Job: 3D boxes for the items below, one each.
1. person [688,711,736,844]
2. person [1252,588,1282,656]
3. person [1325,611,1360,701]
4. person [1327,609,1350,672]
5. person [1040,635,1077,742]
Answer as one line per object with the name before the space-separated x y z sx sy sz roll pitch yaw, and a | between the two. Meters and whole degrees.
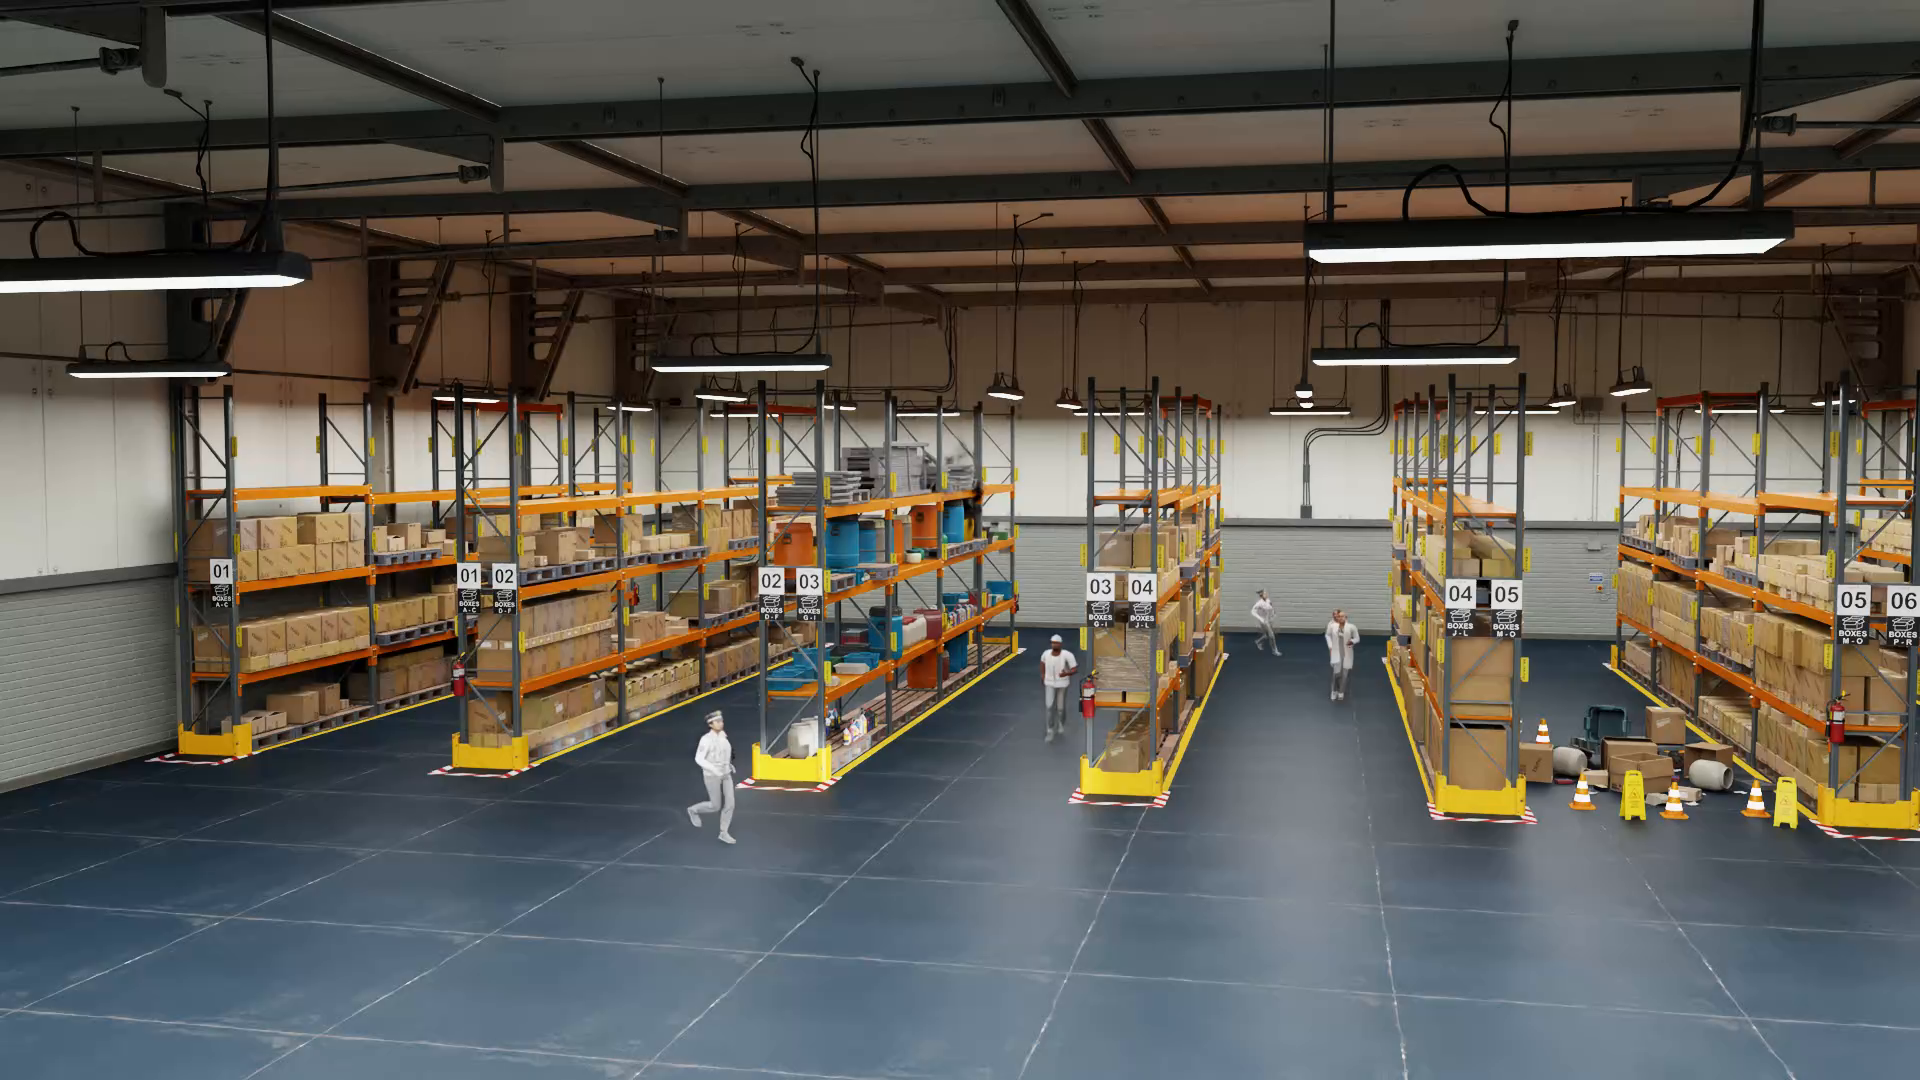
person | -3.125 2.996 21.177 0.747 1.682 0.617 2 4 35
person | 7.264 1.969 39.945 0.645 1.621 0.785 -3 4 -40
person | 7.534 2.295 32.759 0.647 1.784 0.739 1 3 14
person | 8.030 2.240 35.206 0.560 1.550 0.734 1 3 18
person | 1.682 2.521 28.537 0.685 1.807 0.848 1 3 13
